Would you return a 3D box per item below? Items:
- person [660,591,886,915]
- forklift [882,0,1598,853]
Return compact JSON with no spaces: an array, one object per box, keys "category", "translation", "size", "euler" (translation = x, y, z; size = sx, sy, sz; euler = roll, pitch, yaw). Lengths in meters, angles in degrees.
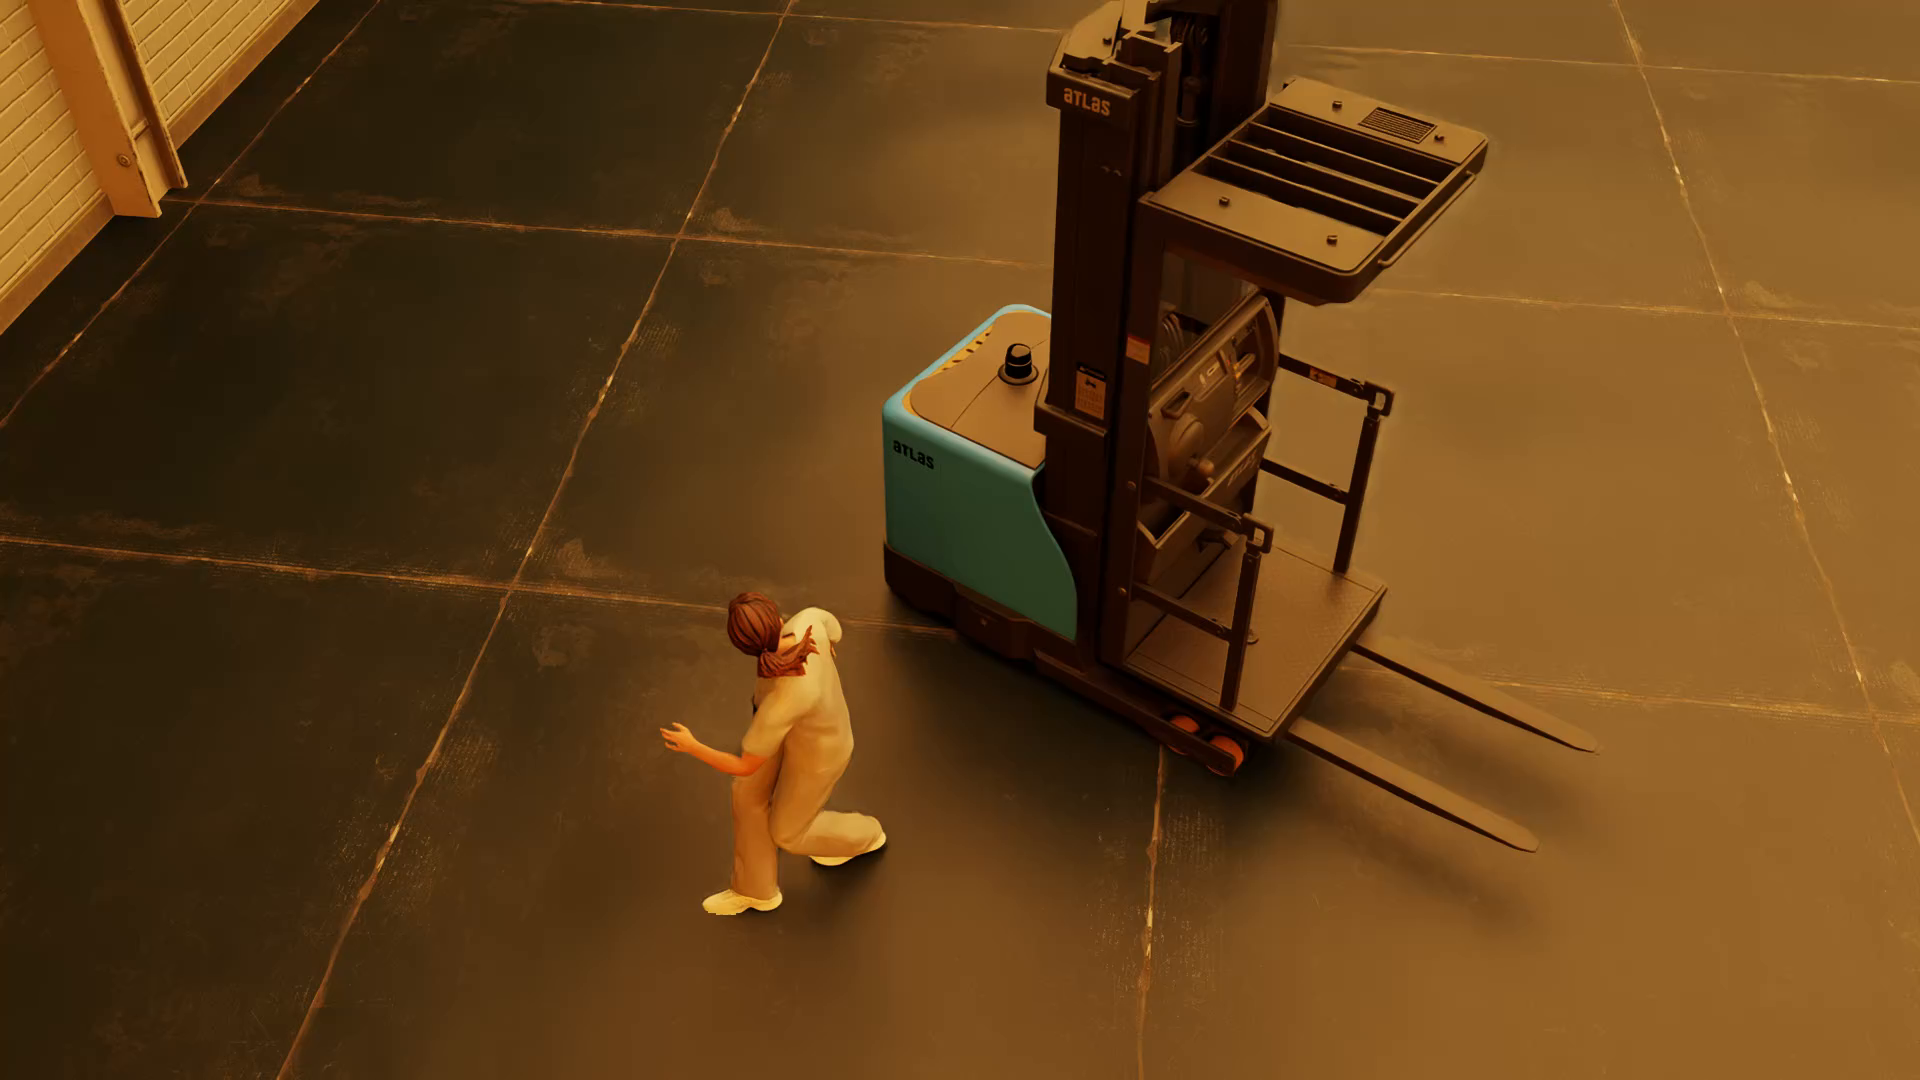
[{"category":"person","translation":[-0.680,0.683,6.031],"size":[0.782,1.549,0.704],"euler":[-7,43,-7]},{"category":"forklift","translation":[1.146,-0.523,6.294],"size":[3.031,2.935,1.130],"euler":[26,49,26]}]
